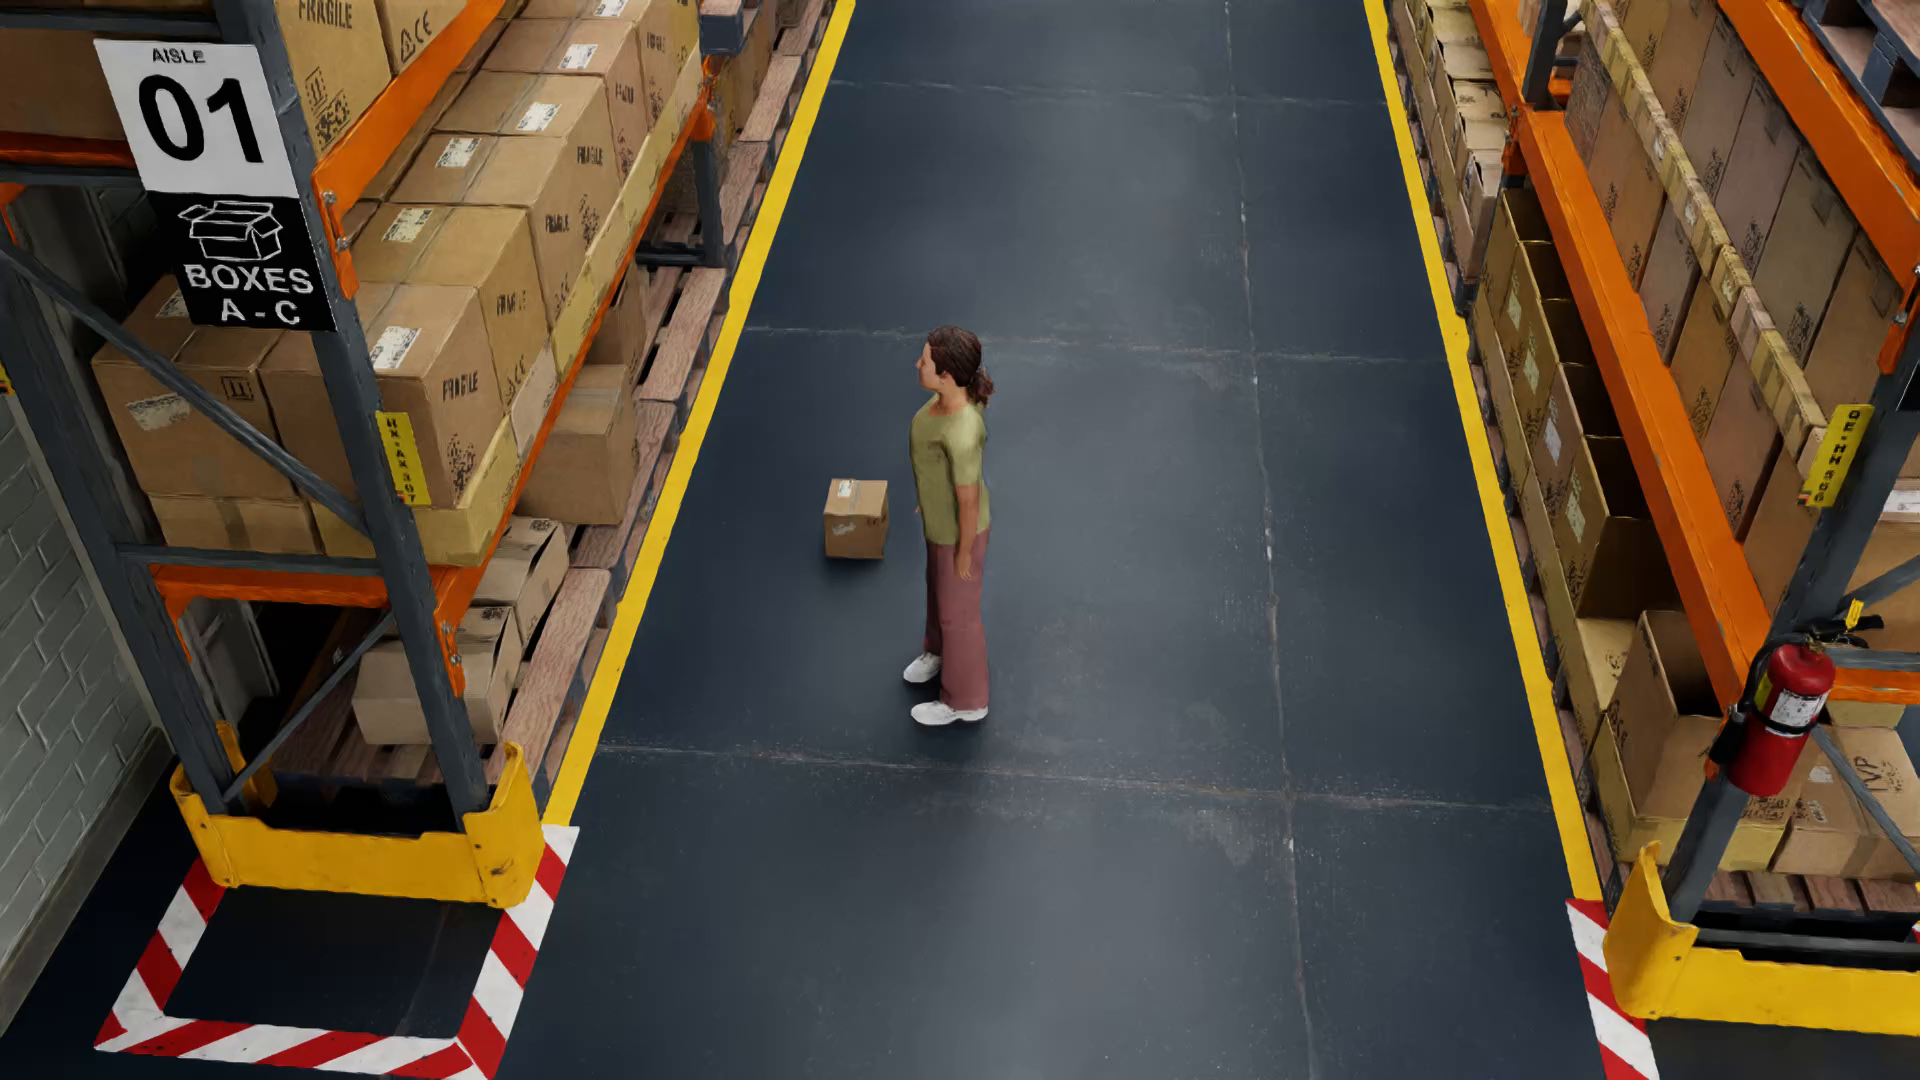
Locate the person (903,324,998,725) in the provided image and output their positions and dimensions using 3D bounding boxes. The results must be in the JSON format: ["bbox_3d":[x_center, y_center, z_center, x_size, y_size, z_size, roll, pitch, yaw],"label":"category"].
[{"bbox_3d":[-0.047,-0.055,6.206,0.367,1.669,0.477,-1,40,-2],"label":"person"}]
